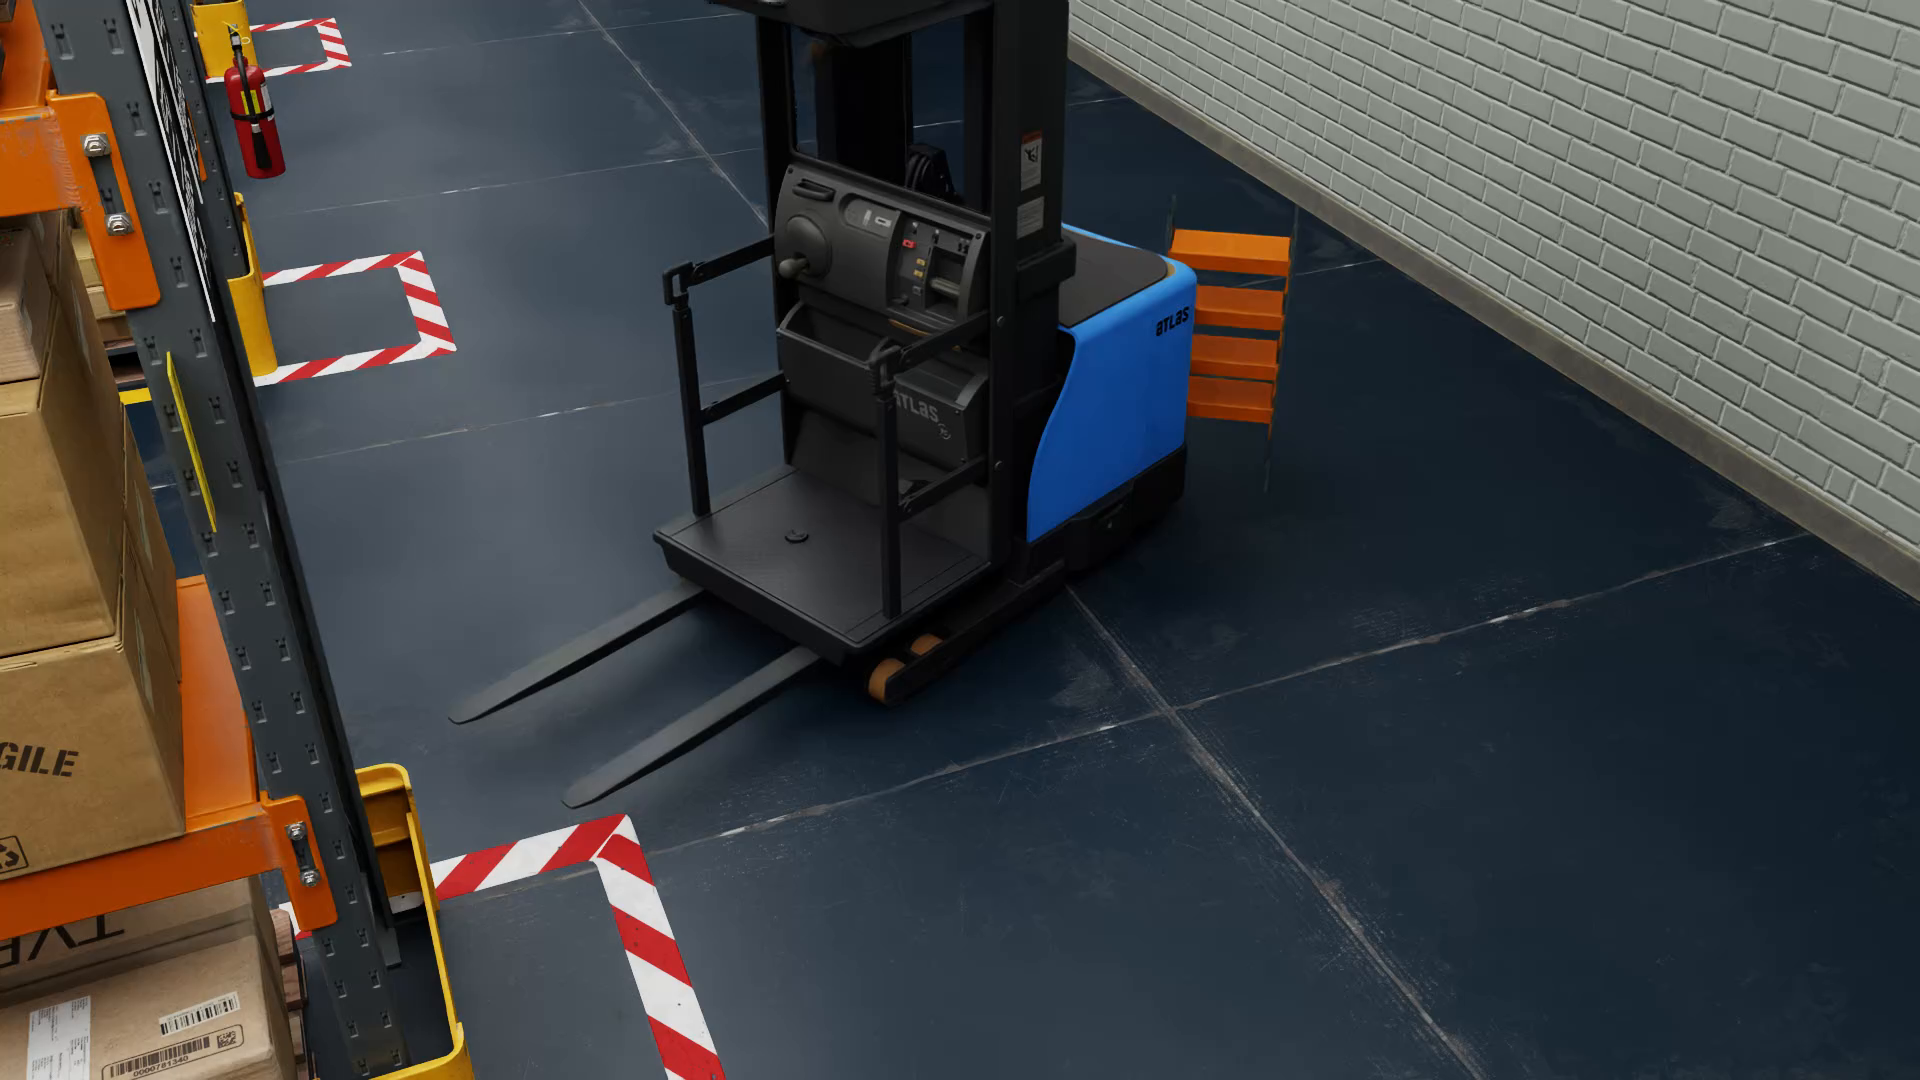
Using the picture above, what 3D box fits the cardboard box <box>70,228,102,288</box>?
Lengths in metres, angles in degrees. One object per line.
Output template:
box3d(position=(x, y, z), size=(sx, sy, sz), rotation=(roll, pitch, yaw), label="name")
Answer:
box3d(position=(-3.976, -1.324, 7.718), size=(0.250, 0.149, 0.380), rotation=(-12, 35, -18), label="cardboard box")

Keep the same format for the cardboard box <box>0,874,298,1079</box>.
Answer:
box3d(position=(-2.146, 1.223, 4.084), size=(0.875, 0.438, 0.875), rotation=(-14, 36, -21), label="cardboard box")

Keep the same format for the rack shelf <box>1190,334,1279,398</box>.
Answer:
box3d(position=(1.078, -0.736, 6.905), size=(0.480, 0.148, 0.258), rotation=(6, 34, 9), label="rack shelf")

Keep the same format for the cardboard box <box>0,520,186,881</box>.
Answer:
box3d(position=(-1.919, 0.328, 3.403), size=(0.500, 0.500, 0.500), rotation=(-13, 35, -19), label="cardboard box")

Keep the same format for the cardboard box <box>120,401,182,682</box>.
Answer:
box3d(position=(-2.130, 0.050, 3.831), size=(0.500, 0.500, 0.500), rotation=(-13, 35, -19), label="cardboard box")

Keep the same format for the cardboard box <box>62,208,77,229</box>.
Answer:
box3d(position=(-4.408, -1.504, 7.995), size=(0.250, 0.149, 0.380), rotation=(-12, 35, -18), label="cardboard box")

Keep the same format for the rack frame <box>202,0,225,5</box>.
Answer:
box3d(position=(-5.413, -4.848, 11.450), size=(0.127, 3.000, 1.000), rotation=(-13, 35, -19), label="rack frame")

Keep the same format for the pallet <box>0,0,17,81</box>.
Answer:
box3d(position=(-2.257, -0.923, 2.749), size=(1.213, 0.211, 1.003), rotation=(-13, 35, -19), label="pallet")

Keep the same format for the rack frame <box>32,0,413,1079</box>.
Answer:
box3d(position=(-1.577, 0.135, 3.792), size=(0.127, 3.000, 1.000), rotation=(-13, 35, -19), label="rack frame")

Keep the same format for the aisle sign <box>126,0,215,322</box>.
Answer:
box3d(position=(-1.390, -0.814, 2.866), size=(0.004, 0.787, 0.394), rotation=(-13, 35, -19), label="aisle sign")

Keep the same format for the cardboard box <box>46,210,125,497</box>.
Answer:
box3d(position=(-2.129, -0.368, 3.556), size=(0.500, 0.500, 0.500), rotation=(-14, 35, -20), label="cardboard box")

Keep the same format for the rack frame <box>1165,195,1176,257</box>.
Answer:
box3d(position=(0.839, -0.818, 6.907), size=(0.015, 1.200, 0.240), rotation=(6, 34, 9), label="rack frame")

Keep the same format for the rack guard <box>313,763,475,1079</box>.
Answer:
box3d(position=(-1.554, 1.178, 4.481), size=(0.348, 0.500, 1.175), rotation=(-13, 35, -19), label="rack guard")

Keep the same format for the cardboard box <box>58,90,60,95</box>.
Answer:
box3d(position=(-4.021, -1.983, 7.277), size=(0.250, 0.149, 0.380), rotation=(-13, 35, -19), label="cardboard box")

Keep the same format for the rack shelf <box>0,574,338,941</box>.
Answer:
box3d(position=(-3.421, 0.859, 3.339), size=(4.000, 0.370, 1.077), rotation=(-13, 35, -19), label="rack shelf")

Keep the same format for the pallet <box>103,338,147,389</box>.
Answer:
box3d(position=(-4.419, -0.994, 8.084), size=(1.213, 0.211, 1.003), rotation=(-13, 35, -19), label="pallet")

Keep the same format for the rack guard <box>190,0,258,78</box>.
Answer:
box3d(position=(-5.391, -3.805, 12.140), size=(0.348, 0.500, 1.175), rotation=(-13, 35, -19), label="rack guard")

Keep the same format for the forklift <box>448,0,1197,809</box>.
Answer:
box3d(position=(-0.425, -0.957, 5.534), size=(1.130, 2.935, 3.031), rotation=(26, 41, 34), label="forklift")

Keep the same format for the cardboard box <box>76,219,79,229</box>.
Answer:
box3d(position=(-4.443, -1.427, 8.149), size=(0.250, 0.149, 0.380), rotation=(-13, 35, -19), label="cardboard box")

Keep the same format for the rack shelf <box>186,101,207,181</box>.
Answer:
box3d(position=(-5.430, -1.609, 7.132), size=(4.000, 0.370, 1.077), rotation=(-13, 35, -19), label="rack shelf")

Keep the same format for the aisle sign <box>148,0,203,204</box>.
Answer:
box3d(position=(-1.623, -1.115, 3.330), size=(0.004, 0.787, 0.394), rotation=(-13, 35, -19), label="aisle sign")

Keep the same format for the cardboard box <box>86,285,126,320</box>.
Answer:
box3d(position=(-3.962, -1.183, 7.774), size=(0.250, 0.149, 0.380), rotation=(-14, 36, -20), label="cardboard box")

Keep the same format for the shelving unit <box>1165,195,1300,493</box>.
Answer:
box3d(position=(1.078, -0.793, 6.868), size=(0.503, 1.200, 0.258), rotation=(6, 34, 9), label="shelving unit")

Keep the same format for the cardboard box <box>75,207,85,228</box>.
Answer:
box3d(position=(-4.201, -1.623, 8.178), size=(0.250, 0.149, 0.380), rotation=(-15, 36, -21), label="cardboard box")

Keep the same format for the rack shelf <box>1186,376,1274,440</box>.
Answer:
box3d(position=(1.078, -0.570, 7.013), size=(0.480, 0.148, 0.258), rotation=(6, 34, 9), label="rack shelf")

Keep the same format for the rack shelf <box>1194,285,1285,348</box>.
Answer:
box3d(position=(1.078, -0.924, 6.783), size=(0.480, 0.148, 0.258), rotation=(6, 34, 9), label="rack shelf")

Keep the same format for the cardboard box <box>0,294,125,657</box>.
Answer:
box3d(position=(-1.929, -0.104, 3.151), size=(0.500, 0.500, 0.500), rotation=(-12, 35, -17), label="cardboard box")

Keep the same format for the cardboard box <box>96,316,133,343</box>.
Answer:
box3d(position=(-3.991, -1.098, 7.915), size=(0.250, 0.149, 0.380), rotation=(-12, 35, -18), label="cardboard box")

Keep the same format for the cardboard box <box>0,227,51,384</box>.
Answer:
box3d(position=(-1.830, -0.421, 3.044), size=(0.250, 0.149, 0.380), rotation=(-12, 35, -18), label="cardboard box")

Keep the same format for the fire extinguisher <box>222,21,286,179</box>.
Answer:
box3d(position=(-3.175, -1.965, 7.432), size=(0.183, 0.674, 0.296), rotation=(-13, 35, -19), label="fire extinguisher")

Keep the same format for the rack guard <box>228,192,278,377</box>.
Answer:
box3d(position=(-3.656, -1.269, 8.241), size=(0.348, 0.500, 1.175), rotation=(-13, 35, -19), label="rack guard")

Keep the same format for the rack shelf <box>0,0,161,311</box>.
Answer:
box3d(position=(-3.421, -0.398, 2.521), size=(4.000, 0.370, 1.077), rotation=(-13, 35, -19), label="rack shelf")

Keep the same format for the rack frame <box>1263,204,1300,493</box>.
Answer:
box3d(position=(1.317, -0.767, 6.828), size=(0.015, 1.200, 0.240), rotation=(6, 34, 9), label="rack frame")

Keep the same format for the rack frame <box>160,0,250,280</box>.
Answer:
box3d(position=(-3.586, -2.333, 7.584), size=(0.127, 3.000, 1.000), rotation=(-13, 35, -19), label="rack frame")

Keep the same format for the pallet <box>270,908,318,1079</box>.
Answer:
box3d(position=(-2.284, 1.512, 4.232), size=(1.213, 0.211, 1.003), rotation=(-13, 35, -19), label="pallet")

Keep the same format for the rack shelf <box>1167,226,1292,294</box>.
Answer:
box3d(position=(1.078, -1.122, 6.654), size=(0.480, 0.148, 0.258), rotation=(6, 34, 9), label="rack shelf")

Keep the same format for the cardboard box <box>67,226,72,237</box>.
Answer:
box3d(position=(-4.230, -1.300, 7.680), size=(0.250, 0.149, 0.380), rotation=(-12, 35, -18), label="cardboard box")

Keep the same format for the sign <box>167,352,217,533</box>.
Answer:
box3d(position=(-1.379, -0.173, 2.987), size=(0.005, 0.325, 0.100), rotation=(-13, 35, -19), label="sign")

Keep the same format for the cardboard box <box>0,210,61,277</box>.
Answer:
box3d(position=(-2.011, -0.662, 3.414), size=(0.250, 0.149, 0.380), rotation=(-12, 35, -18), label="cardboard box")
